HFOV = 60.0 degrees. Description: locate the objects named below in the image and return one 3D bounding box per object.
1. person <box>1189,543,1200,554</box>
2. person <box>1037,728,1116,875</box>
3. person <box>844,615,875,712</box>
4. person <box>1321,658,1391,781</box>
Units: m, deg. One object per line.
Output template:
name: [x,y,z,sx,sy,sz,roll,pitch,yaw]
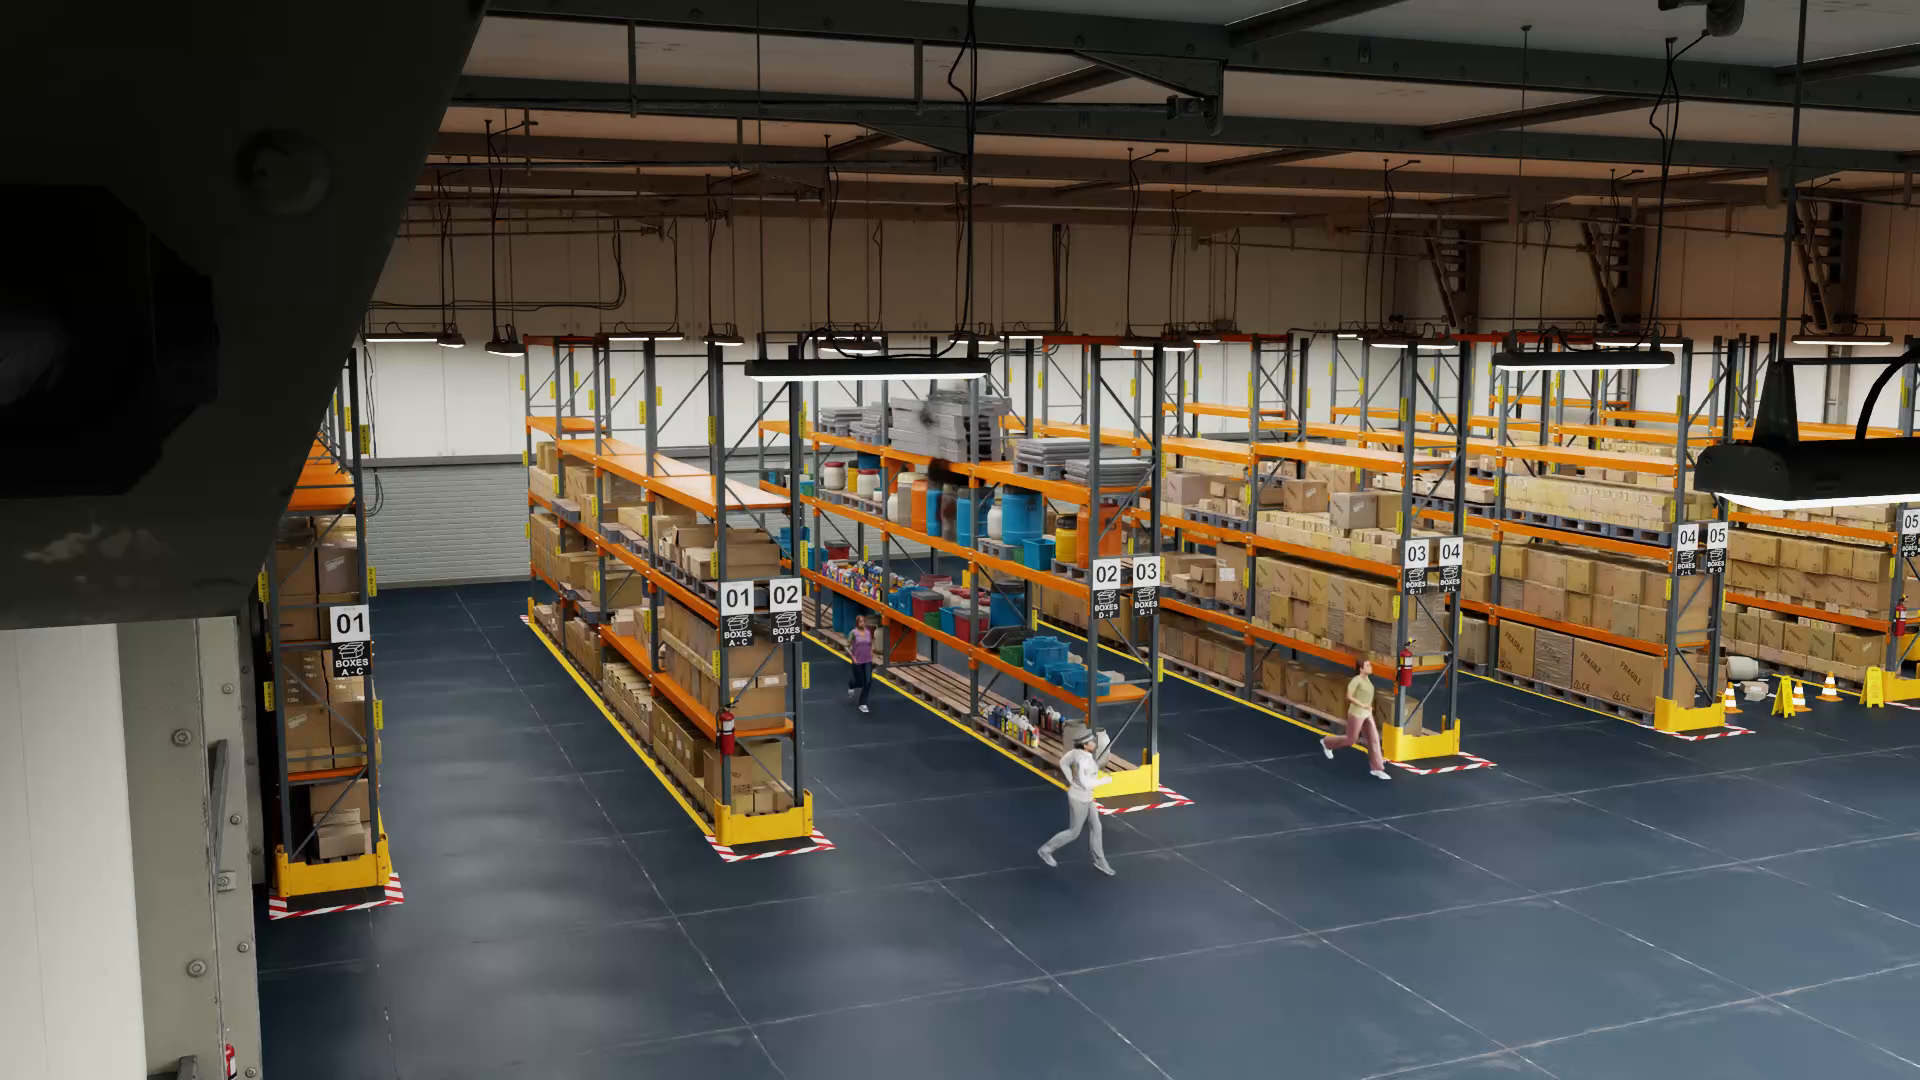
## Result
person: [5.946,-0.084,42.004,0.658,1.682,0.580,-4,9,-29]
person: [1.334,2.995,18.960,0.911,1.741,0.615,0,8,3]
person: [-1.615,1.982,27.004,0.536,1.565,0.651,-4,8,-26]
person: [5.554,2.452,23.163,0.570,1.659,1.089,-7,11,-44]
